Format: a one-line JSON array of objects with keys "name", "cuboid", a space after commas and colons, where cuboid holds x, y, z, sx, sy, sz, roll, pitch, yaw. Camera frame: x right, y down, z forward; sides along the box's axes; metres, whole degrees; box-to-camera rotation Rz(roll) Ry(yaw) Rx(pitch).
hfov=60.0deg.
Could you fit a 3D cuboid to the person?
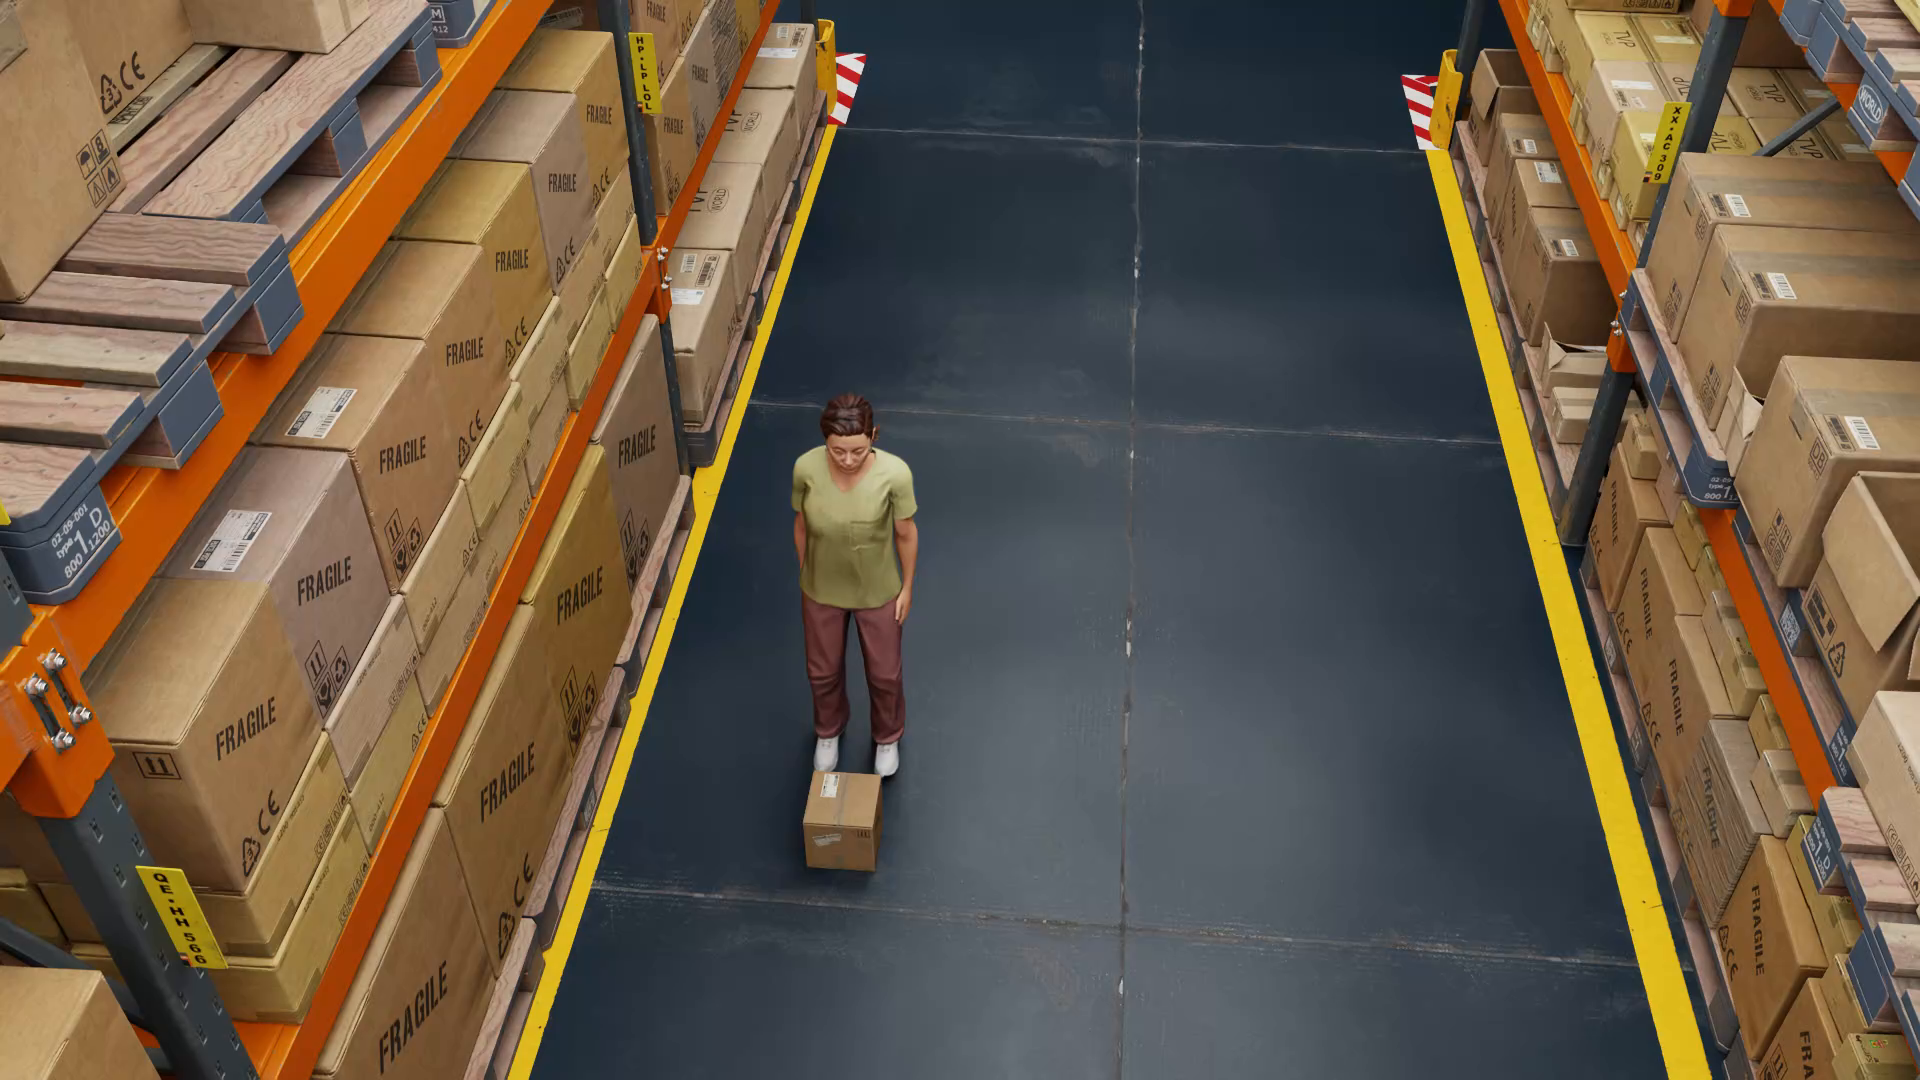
[{"name": "person", "cuboid": [-0.371, 0.166, 5.969, 0.447, 1.674, 0.363, 4, 40, 5]}]
